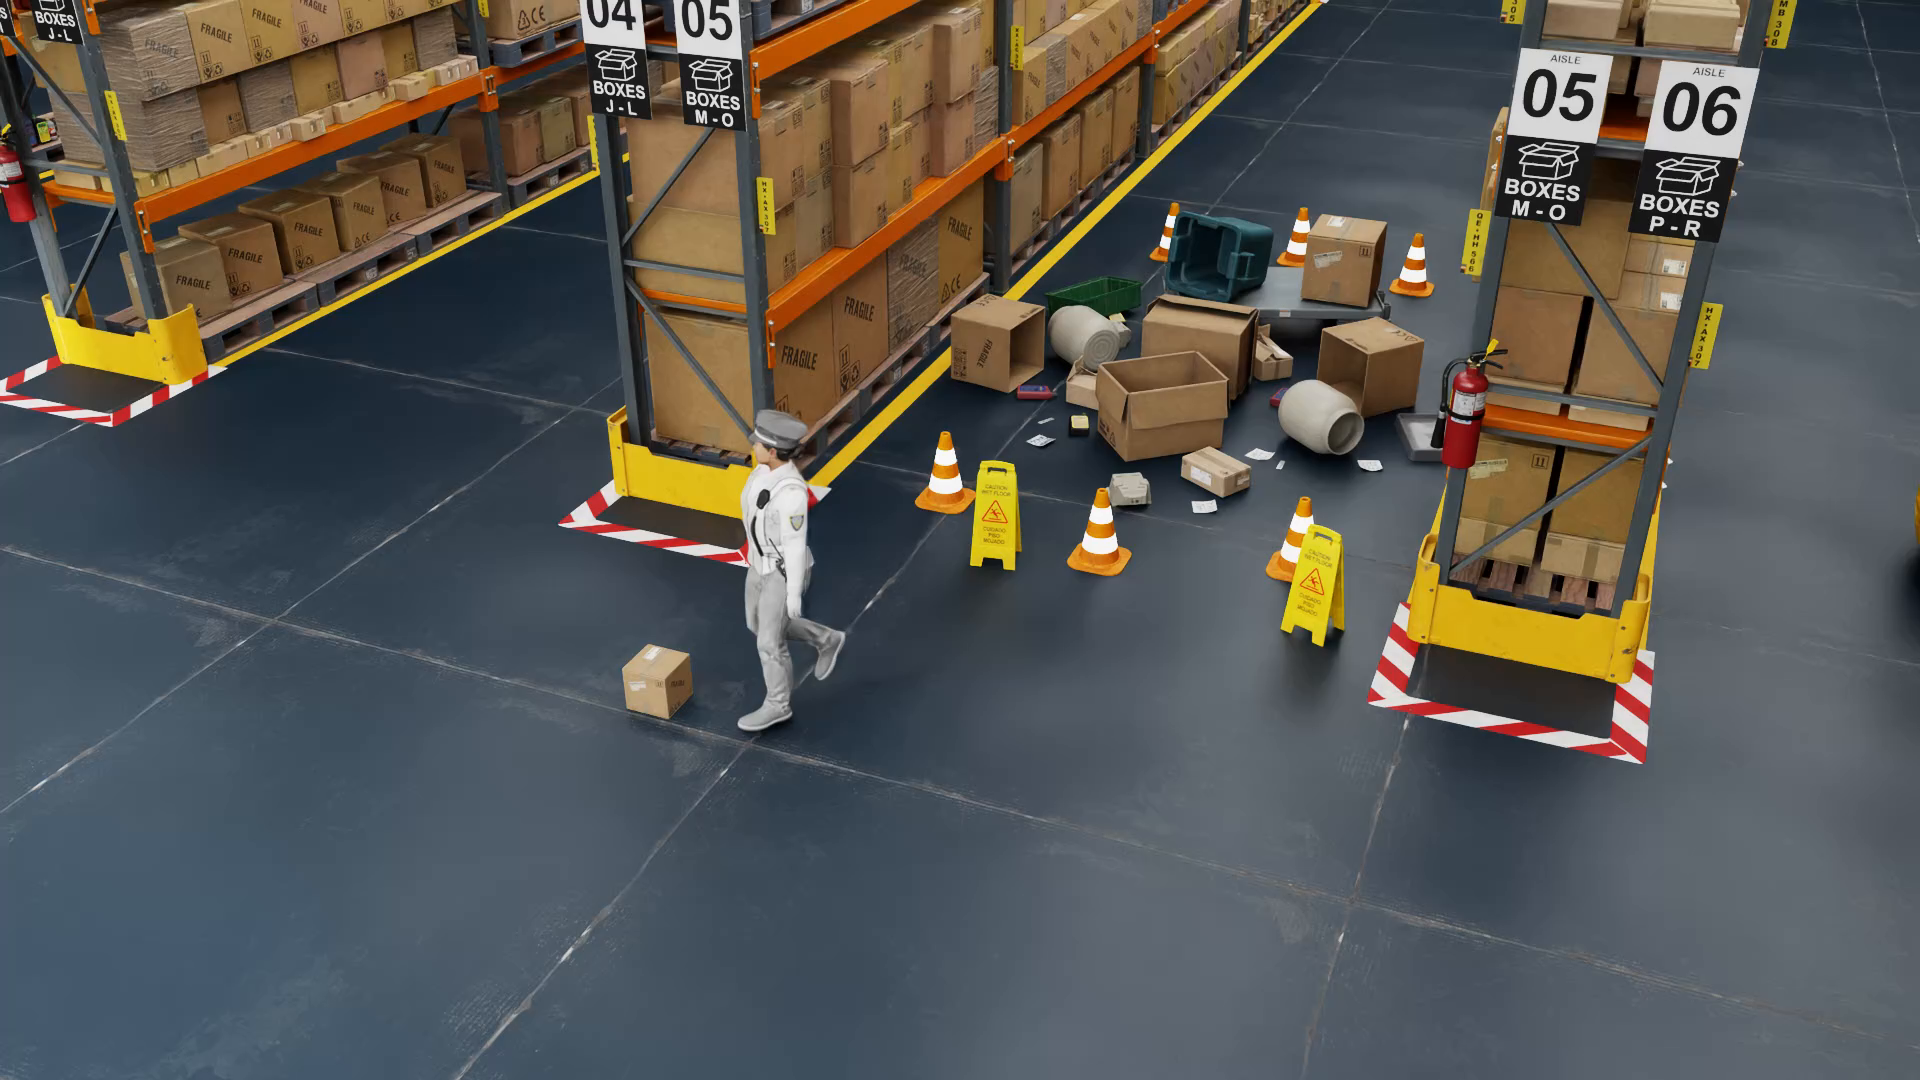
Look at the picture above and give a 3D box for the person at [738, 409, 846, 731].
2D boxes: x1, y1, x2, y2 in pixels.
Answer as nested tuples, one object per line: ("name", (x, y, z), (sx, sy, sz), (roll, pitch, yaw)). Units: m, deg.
("person", (-0.849, 0.128, 8.127), (0.650, 1.669, 0.505), (-13, 32, -22))
